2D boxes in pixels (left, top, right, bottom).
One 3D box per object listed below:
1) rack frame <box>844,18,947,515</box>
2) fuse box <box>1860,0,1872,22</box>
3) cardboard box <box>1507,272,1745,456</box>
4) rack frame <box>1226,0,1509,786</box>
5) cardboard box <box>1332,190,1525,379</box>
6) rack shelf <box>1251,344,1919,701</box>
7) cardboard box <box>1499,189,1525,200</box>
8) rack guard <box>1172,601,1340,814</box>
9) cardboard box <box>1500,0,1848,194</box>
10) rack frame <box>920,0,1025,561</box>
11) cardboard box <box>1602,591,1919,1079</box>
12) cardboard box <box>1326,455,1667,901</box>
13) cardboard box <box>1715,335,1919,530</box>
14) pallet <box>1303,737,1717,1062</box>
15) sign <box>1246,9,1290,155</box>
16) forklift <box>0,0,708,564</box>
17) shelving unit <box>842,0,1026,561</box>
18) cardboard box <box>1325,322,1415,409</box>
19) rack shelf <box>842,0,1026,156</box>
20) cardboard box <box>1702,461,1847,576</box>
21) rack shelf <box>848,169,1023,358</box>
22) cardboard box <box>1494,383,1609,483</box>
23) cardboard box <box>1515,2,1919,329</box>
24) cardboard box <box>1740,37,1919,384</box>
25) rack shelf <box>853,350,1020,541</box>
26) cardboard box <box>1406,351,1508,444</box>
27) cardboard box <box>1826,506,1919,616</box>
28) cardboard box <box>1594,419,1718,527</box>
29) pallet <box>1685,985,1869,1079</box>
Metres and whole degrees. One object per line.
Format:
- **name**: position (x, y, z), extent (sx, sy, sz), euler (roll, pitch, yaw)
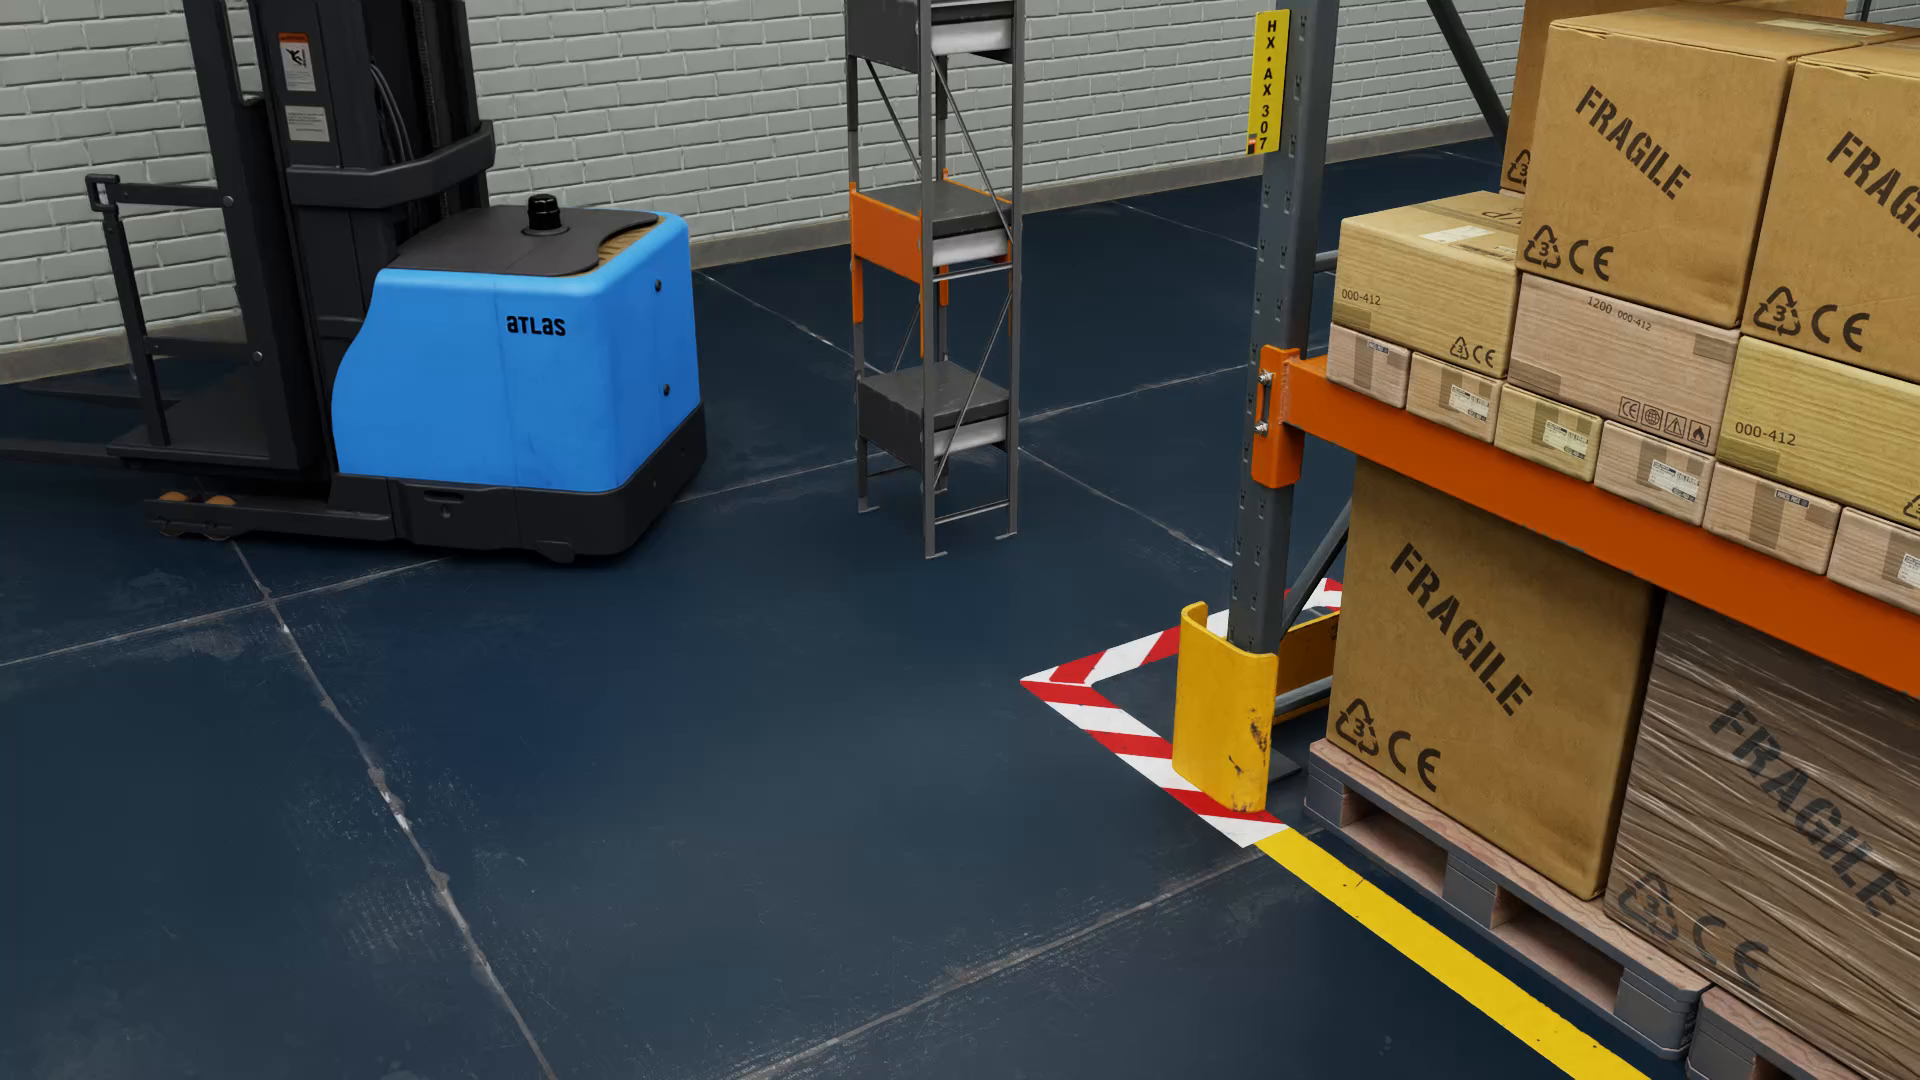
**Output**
- **rack frame**: position (-0.224, -1.096, 6.112), extent (0.400, 2.100, 0.015), euler (-16, 29, -30)
- **fuse box**: position (8.235, -4.947, 14.725), extent (0.539, 1.711, 0.414), euler (-16, 29, -30)
- **cardboard box**: position (1.515, -0.419, 3.452), extent (0.500, 0.250, 0.500), euler (-16, 30, -30)
- **rack frame**: position (1.190, -0.772, 4.371), extent (1.000, 3.000, 0.127), euler (-16, 29, -30)
- **cardboard box**: position (1.226, -0.604, 3.842), extent (0.500, 0.250, 0.500), euler (-16, 30, -31)
- **rack shelf**: position (2.282, 0.269, 3.009), extent (1.077, 0.370, 4.000), euler (-16, 29, -30)
- **cardboard box**: position (1.677, -0.727, 4.103), extent (0.500, 0.250, 0.500), euler (-16, 30, -30)
- **rack guard**: position (1.177, 0.350, 4.922), extent (1.175, 0.500, 0.348), euler (-16, 29, -30)
- **cardboard box**: position (1.676, -1.064, 3.940), extent (0.500, 0.500, 0.500), euler (-15, 29, -29)
- **rack frame**: position (0.043, -0.921, 5.742), extent (0.400, 2.100, 0.015), euler (-16, 29, -30)
- **cardboard box**: position (2.103, 0.535, 3.600), extent (0.875, 0.875, 0.875), euler (-16, 29, -30)
- **cardboard box**: position (1.606, 0.210, 4.289), extent (0.875, 0.875, 0.875), euler (-16, 29, -30)
- **cardboard box**: position (1.786, -0.239, 3.069), extent (0.500, 0.250, 0.500), euler (-17, 30, -31)
- **pallet**: position (1.692, 0.757, 4.399), extent (1.003, 0.211, 1.213), euler (-16, 29, -30)
- **sign**: position (0.721, -1.072, 3.899), extent (0.100, 0.325, 0.005), euler (-16, 29, -30)
- **forklift**: position (-2.600, -1.537, 6.073), extent (3.031, 2.935, 1.130), euler (5, 26, 10)
- **shelving unit**: position (-0.090, -1.009, 5.927), extent (0.431, 2.100, 0.503), euler (-16, 29, -30)
- **cardboard box**: position (1.107, -0.454, 3.992), extent (0.380, 0.149, 0.250), euler (-15, 29, -29)
- **rack shelf**: position (-0.090, -1.629, 5.634), extent (0.431, 0.518, 0.480), euler (-16, 29, -30)
- **cardboard box**: position (1.670, -0.087, 3.215), extent (0.380, 0.149, 0.250), euler (-16, 30, -31)
- **rack shelf**: position (-0.090, -0.996, 5.933), extent (0.431, 0.518, 0.480), euler (-16, 29, -30)
- **cardboard box**: position (1.388, -0.271, 3.605), extent (0.380, 0.149, 0.250), euler (-16, 30, -31)
- **cardboard box**: position (1.498, -0.764, 3.303), extent (0.500, 0.500, 0.500), euler (-16, 30, -31)
- **cardboard box**: position (1.786, -0.580, 2.914), extent (0.500, 0.500, 0.500), euler (-16, 30, -31)
- **rack shelf**: position (-0.090, -0.363, 6.232), extent (0.431, 0.518, 0.480), euler (-16, 29, -30)
- **cardboard box**: position (1.248, -0.363, 3.799), extent (0.380, 0.149, 0.250), euler (-16, 30, -30)
- **cardboard box**: position (1.811, 0.005, 3.019), extent (0.380, 0.149, 0.250), euler (-16, 30, -30)
- **cardboard box**: position (1.532, -0.178, 3.408), extent (0.380, 0.149, 0.250), euler (-16, 30, -30)
- **pallet**: position (2.354, 1.193, 3.475), extent (1.003, 0.211, 1.213), euler (-16, 29, -30)
